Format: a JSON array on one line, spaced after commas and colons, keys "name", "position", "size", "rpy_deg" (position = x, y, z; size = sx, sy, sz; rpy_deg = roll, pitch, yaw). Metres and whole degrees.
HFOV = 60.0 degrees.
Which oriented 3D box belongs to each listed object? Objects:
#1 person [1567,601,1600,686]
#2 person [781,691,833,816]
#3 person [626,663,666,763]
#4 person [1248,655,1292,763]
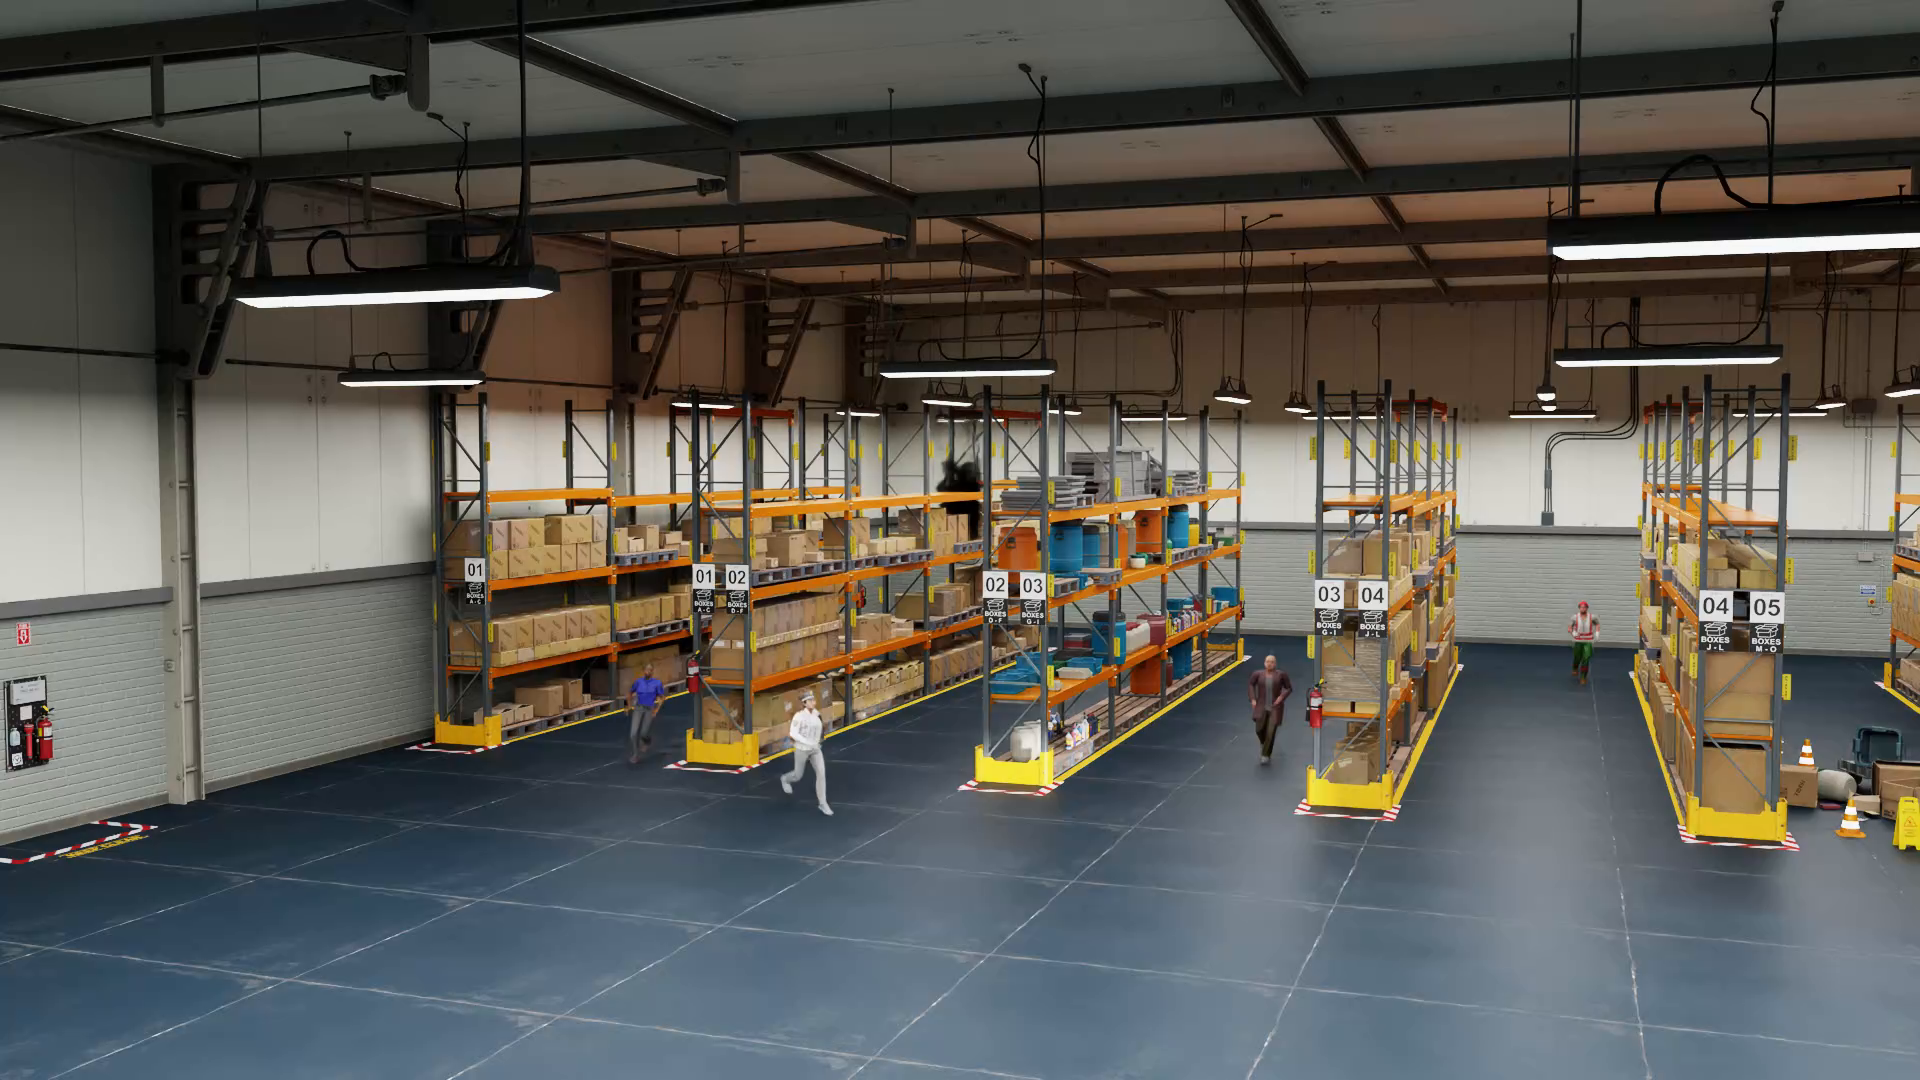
[{"name": "person", "position": [13.468, 2.206, 35.923], "size": [0.667, 1.785, 0.946], "rpy_deg": [1, 3, 19]}, {"name": "person", "position": [-2.148, 2.940, 23.217], "size": [0.586, 1.700, 1.081], "rpy_deg": [-2, 4, -38]}, {"name": "person", "position": [-5.082, 2.834, 26.930], "size": [0.621, 1.524, 0.548], "rpy_deg": [0, 3, 5]}, {"name": "person", "position": [4.970, 2.716, 26.740], "size": [0.723, 1.734, 0.616], "rpy_deg": [1, 3, 16]}]
